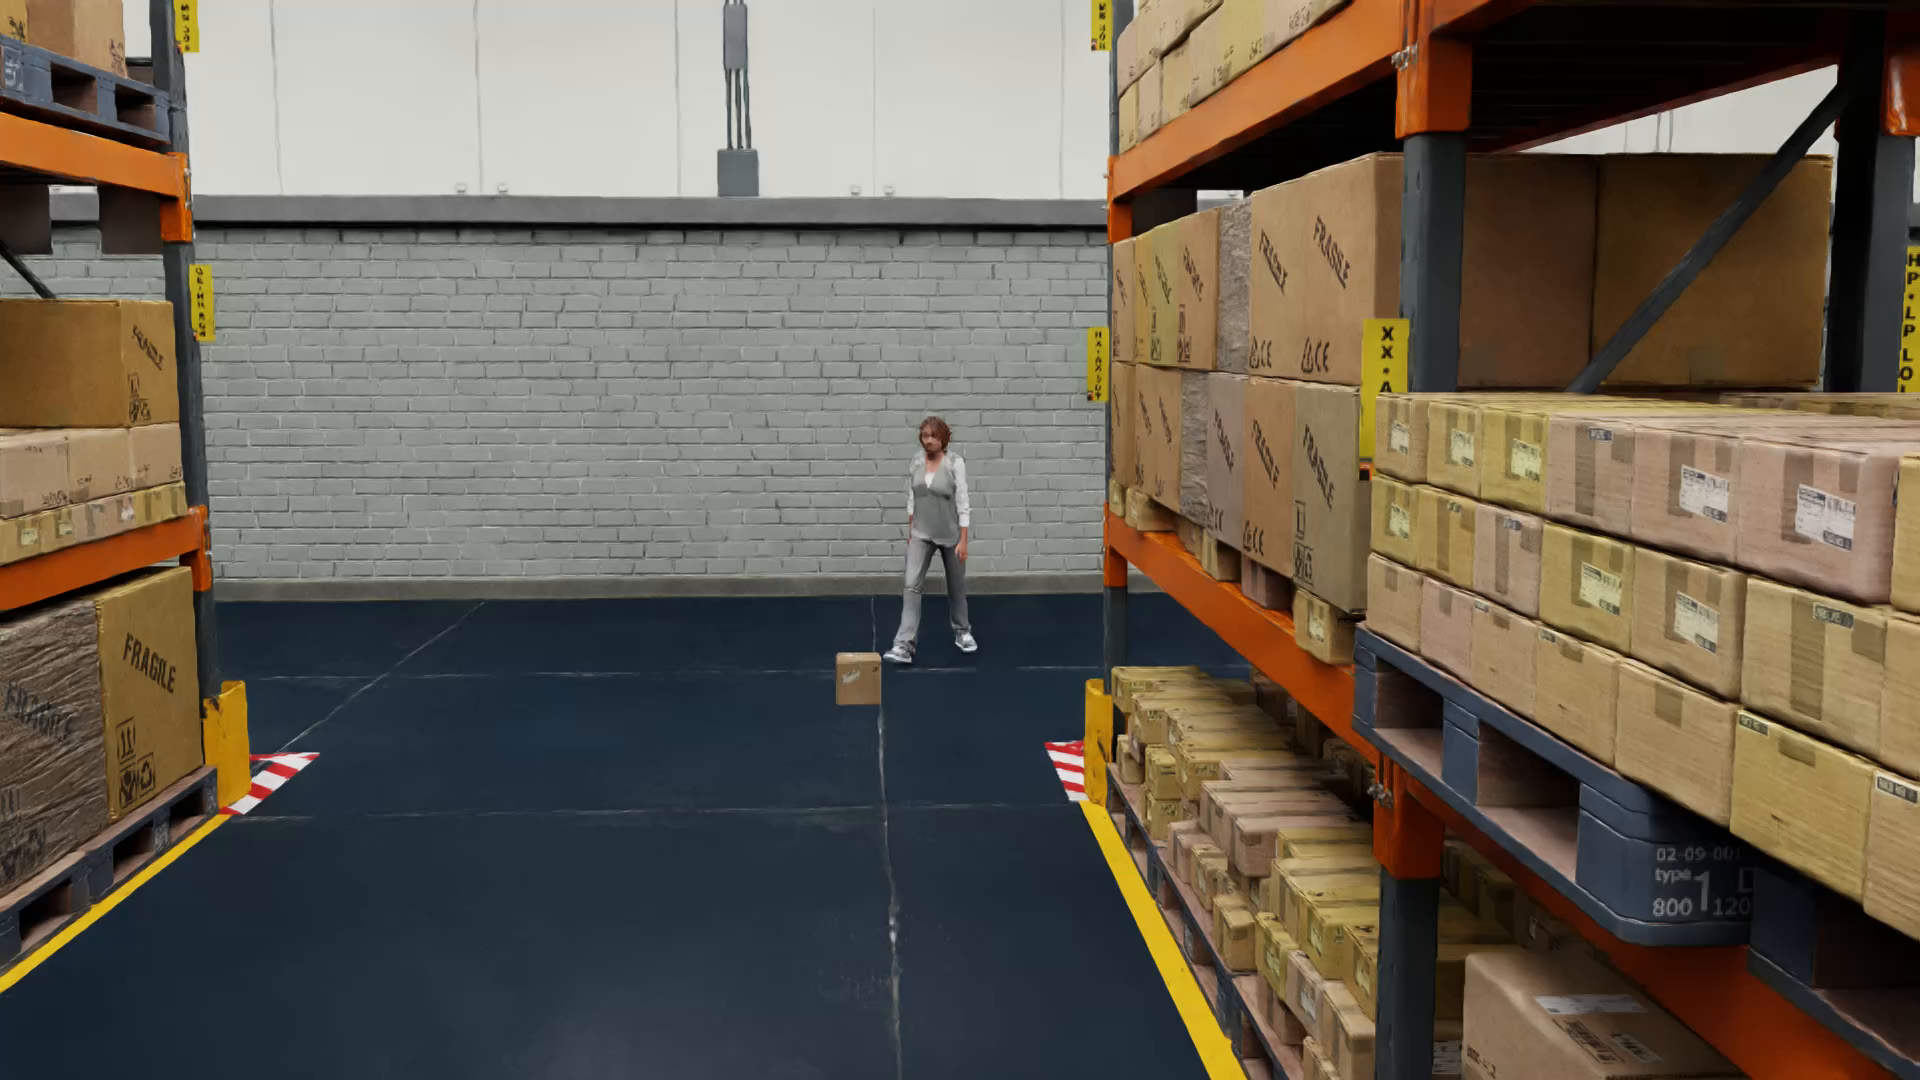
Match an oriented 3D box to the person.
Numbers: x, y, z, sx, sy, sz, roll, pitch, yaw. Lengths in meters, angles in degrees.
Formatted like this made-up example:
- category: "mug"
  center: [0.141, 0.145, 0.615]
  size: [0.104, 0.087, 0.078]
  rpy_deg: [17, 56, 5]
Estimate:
- category: "person"
  center: [-0.154, -0.014, 10.480]
  size: [0.461, 1.546, 0.860]
  rpy_deg: [2, 7, 17]
